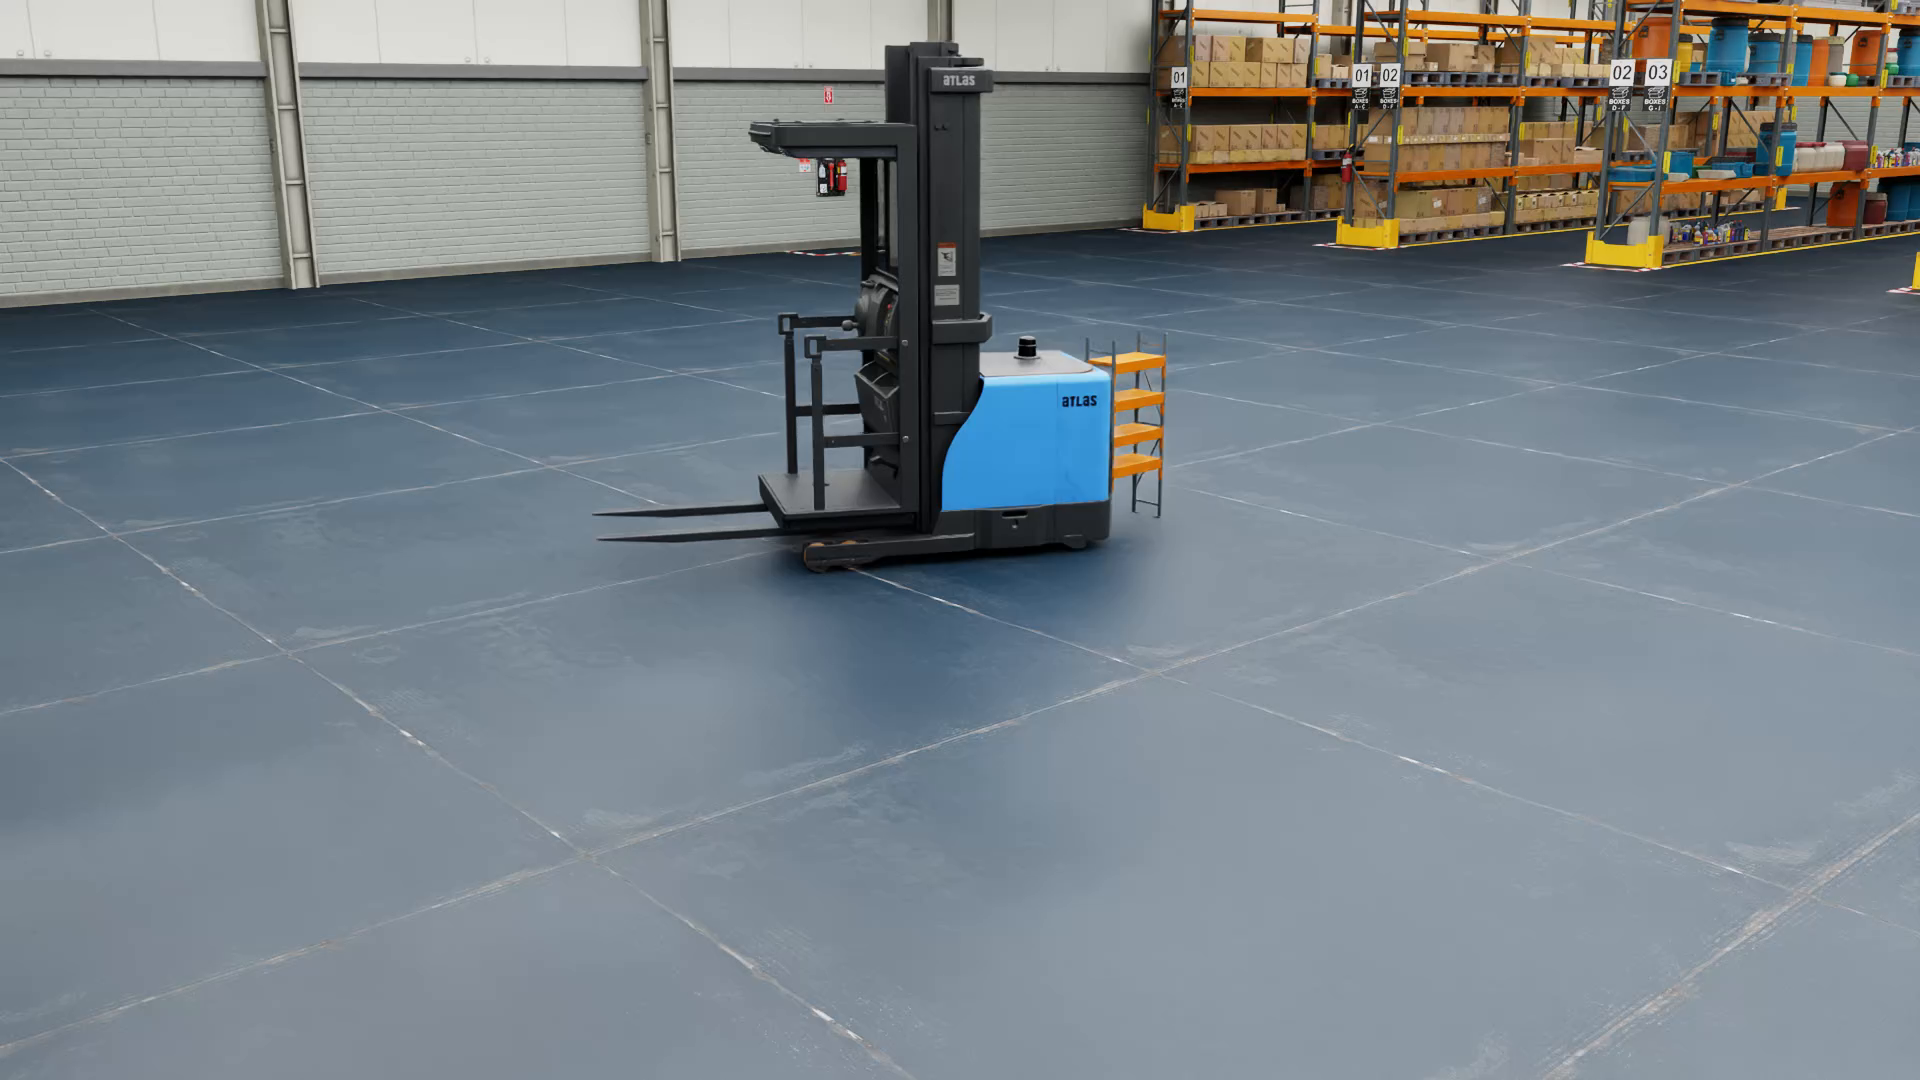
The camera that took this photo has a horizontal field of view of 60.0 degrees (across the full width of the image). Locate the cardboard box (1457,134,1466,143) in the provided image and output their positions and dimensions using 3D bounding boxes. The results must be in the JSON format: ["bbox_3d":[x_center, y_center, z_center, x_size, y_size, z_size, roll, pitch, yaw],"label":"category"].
[{"bbox_3d":[9.267,-7.551,31.254,0.250,0.149,0.380,-12,19,-38],"label":"cardboard box"}]

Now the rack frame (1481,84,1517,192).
[{"bbox_3d":[13.269,-9.856,41.336,0.127,3.000,1.000,-13,19,-39],"label":"rack frame"}]

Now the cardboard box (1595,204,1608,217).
[{"bbox_3d":[13.270,-6.953,34.980,0.500,0.250,0.500,-12,19,-38],"label":"cardboard box"}]

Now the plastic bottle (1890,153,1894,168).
[{"bbox_3d":[18.023,-7.352,32.212,0.097,0.271,0.097,0,15,0],"label":"plastic bottle"}]

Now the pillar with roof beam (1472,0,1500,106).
[{"bbox_3d":[16.056,-12.203,38.498,0.400,9.000,9.100,-13,19,-39],"label":"pillar with roof beam"}]

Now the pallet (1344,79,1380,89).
[{"bbox_3d":[8.550,-10.119,36.873,1.003,0.211,1.213,-13,19,-39],"label":"pallet"}]

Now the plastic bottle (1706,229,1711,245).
[{"bbox_3d":[12.551,-5.093,27.940,0.097,0.271,0.097,0,15,0],"label":"plastic bottle"}]

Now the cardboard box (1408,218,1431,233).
[{"bbox_3d":[8.397,-5.867,30.916,0.500,0.250,0.500,-13,19,-39],"label":"cardboard box"}]

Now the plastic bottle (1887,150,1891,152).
[{"bbox_3d":[18.897,-7.801,33.883,0.135,0.276,0.152,-13,19,-39],"label":"plastic bottle"}]

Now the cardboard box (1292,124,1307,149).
[{"bbox_3d":[7.081,-8.660,35.657,0.500,0.500,0.500,-13,20,-39],"label":"cardboard box"}]

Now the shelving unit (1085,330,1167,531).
[{"bbox_3d":[1.042,-0.700,10.547,0.503,1.200,0.258,-14,20,-42],"label":"shelving unit"}]

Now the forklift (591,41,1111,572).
[{"bbox_3d":[-0.671,-1.384,9.752,3.031,2.935,1.130,-4,15,-14],"label":"forklift"}]

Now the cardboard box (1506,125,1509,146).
[{"bbox_3d":[13.087,-9.930,40.806,0.500,0.500,0.500,-13,20,-40],"label":"cardboard box"}]

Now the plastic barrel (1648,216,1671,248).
[{"bbox_3d":[11.545,-5.107,27.563,0.421,0.512,0.421,0,15,0],"label":"plastic barrel"}]

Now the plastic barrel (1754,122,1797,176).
[{"bbox_3d":[14.228,-6.821,29.001,0.708,0.901,0.600,-13,19,-39],"label":"plastic barrel"}]

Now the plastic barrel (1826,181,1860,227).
[{"bbox_3d":[17.113,-6.490,32.127,0.708,0.830,0.600,-13,19,-39],"label":"plastic barrel"}]

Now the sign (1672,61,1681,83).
[{"bbox_3d":[11.078,-7.240,25.713,0.005,0.325,0.100,-13,19,-39],"label":"sign"}]

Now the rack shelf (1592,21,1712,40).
[{"bbox_3d":[15.015,-10.911,35.830,4.000,0.370,1.077,-13,19,-39],"label":"rack shelf"}]

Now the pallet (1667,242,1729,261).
[{"bbox_3d":[12.283,-4.911,28.228,1.213,0.211,1.003,-13,19,-39],"label":"pallet"}]

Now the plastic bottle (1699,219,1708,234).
[{"bbox_3d":[12.951,-5.421,29.012,0.185,0.351,0.144,-13,19,-39],"label":"plastic bottle"}]

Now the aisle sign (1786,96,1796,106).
[{"bbox_3d":[19.794,-10.778,39.749,0.004,0.787,0.394,-13,19,-39],"label":"aisle sign"}]

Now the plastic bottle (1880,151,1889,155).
[{"bbox_3d":[18.575,-7.677,33.417,0.135,0.276,0.152,-13,19,-39],"label":"plastic bottle"}]

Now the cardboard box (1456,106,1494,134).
[{"bbox_3d":[9.778,-8.050,31.867,0.500,0.500,0.700,-13,20,-39],"label":"cardboard box"}]

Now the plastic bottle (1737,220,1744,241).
[{"bbox_3d":[13.441,-5.340,28.708,0.185,0.351,0.144,-13,20,-41],"label":"plastic bottle"}]

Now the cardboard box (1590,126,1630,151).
[{"bbox_3d":[13.908,-8.594,35.606,0.700,0.500,0.500,8,17,28],"label":"cardboard box"}]

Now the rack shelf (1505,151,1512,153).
[{"bbox_3d":[11.761,-9.170,40.160,4.000,0.370,1.077,-13,19,-39],"label":"rack shelf"}]

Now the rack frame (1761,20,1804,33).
[{"bbox_3d":[19.542,-12.468,39.491,0.127,3.000,1.000,-13,19,-39],"label":"rack frame"}]

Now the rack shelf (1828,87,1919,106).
[{"bbox_3d":[18.264,-8.690,32.553,4.000,0.370,1.077,-13,19,-39],"label":"rack shelf"}]

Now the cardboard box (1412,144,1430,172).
[{"bbox_3d":[8.225,-7.074,30.728,0.500,0.500,0.700,-12,19,-38],"label":"cardboard box"}]

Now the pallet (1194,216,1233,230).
[{"bbox_3d":[4.910,-6.620,34.623,1.213,0.211,1.003,-13,19,-39],"label":"pallet"}]

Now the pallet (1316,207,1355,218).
[{"bbox_3d":[8.742,-7.494,37.895,1.213,0.211,1.003,-13,19,-39],"label":"pallet"}]

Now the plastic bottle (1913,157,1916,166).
[{"bbox_3d":[18.861,-7.507,32.925,0.097,0.201,0.097,0,15,0],"label":"plastic bottle"}]

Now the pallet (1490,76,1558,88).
[{"bbox_3d":[11.146,-9.046,32.861,1.217,0.209,0.805,-14,20,-42],"label":"pallet"}]

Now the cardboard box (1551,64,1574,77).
[{"bbox_3d":[11.972,-9.429,33.400,0.500,0.250,0.500,14,20,42],"label":"cardboard box"}]

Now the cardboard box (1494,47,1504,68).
[{"bbox_3d":[13.643,-12.010,41.417,0.500,0.500,0.500,-13,20,-40],"label":"cardboard box"}]

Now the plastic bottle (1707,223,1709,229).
[{"bbox_3d":[13.210,-5.498,29.454,0.097,0.271,0.097,0,15,0],"label":"plastic bottle"}]

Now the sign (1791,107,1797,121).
[{"bbox_3d":[19.891,-10.171,39.657,0.005,0.325,0.100,-13,19,-39],"label":"sign"}]

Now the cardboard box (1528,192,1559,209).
[{"bbox_3d":[11.735,-6.876,33.606,0.500,0.311,0.500,-14,20,-41],"label":"cardboard box"}]

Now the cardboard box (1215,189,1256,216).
[{"bbox_3d":[5.814,-7.139,35.155,0.500,0.500,0.700,-14,21,-43],"label":"cardboard box"}]

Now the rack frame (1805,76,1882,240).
[{"bbox_3d":[16.755,-7.250,31.579,0.127,3.000,1.000,-13,19,-39],"label":"rack frame"}]

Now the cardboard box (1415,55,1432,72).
[{"bbox_3d":[8.587,-8.877,30.945,0.500,0.311,0.500,-10,18,-33],"label":"cardboard box"}]

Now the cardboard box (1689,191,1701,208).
[{"bbox_3d":[16.340,-7.758,37.472,0.500,0.500,0.500,-13,20,-40],"label":"cardboard box"}]

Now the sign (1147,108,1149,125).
[{"bbox_3d":[3.868,-8.647,33.952,0.005,0.325,0.100,-13,19,-39],"label":"sign"}]

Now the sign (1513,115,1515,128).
[{"bbox_3d":[13.633,-10.273,40.807,0.005,0.325,0.100,-13,19,-39],"label":"sign"}]

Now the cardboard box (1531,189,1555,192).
[{"bbox_3d":[12.142,-7.152,34.640,0.500,0.311,0.500,-13,20,-41],"label":"cardboard box"}]

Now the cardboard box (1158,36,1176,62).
[{"bbox_3d":[4.371,-9.937,33.658,0.500,0.500,0.500,-12,19,-37],"label":"cardboard box"}]

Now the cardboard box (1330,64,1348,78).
[{"bbox_3d":[8.164,-10.291,36.511,0.500,0.311,0.500,-12,19,-38],"label":"cardboard box"}]

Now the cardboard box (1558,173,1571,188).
[{"bbox_3d":[15.447,-9.306,43.307,0.500,0.500,0.700,-13,20,-40],"label":"cardboard box"}]

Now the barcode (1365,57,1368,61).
[{"bbox_3d":[7.382,-8.734,30.198,0.075,0.075,0.001,-13,19,-39],"label":"barcode"}]

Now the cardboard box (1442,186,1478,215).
[{"bbox_3d":[9.523,-6.485,31.776,0.500,0.500,0.500,-13,19,-39],"label":"cardboard box"}]

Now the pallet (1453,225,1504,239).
[{"bbox_3d":[9.862,-6.063,32.540,1.213,0.211,1.003,-13,19,-39],"label":"pallet"}]

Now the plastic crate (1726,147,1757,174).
[{"bbox_3d":[13.902,-6.745,29.564,0.583,0.464,0.402,-13,19,-39],"label":"plastic crate"}]

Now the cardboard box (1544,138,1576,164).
[{"bbox_3d":[12.251,-7.976,34.102,0.500,0.500,0.500,-14,20,-42],"label":"cardboard box"}]

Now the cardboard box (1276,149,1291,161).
[{"bbox_3d":[6.695,-8.216,35.448,0.500,0.250,0.500,-13,19,-39],"label":"cardboard box"}]

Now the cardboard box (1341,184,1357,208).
[{"bbox_3d":[8.547,-7.809,37.665,0.500,0.500,0.700,-12,19,-39],"label":"cardboard box"}]

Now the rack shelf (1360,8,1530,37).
[{"bbox_3d":[8.980,-9.556,30.756,4.000,0.370,1.077,-13,19,-39],"label":"rack shelf"}]
